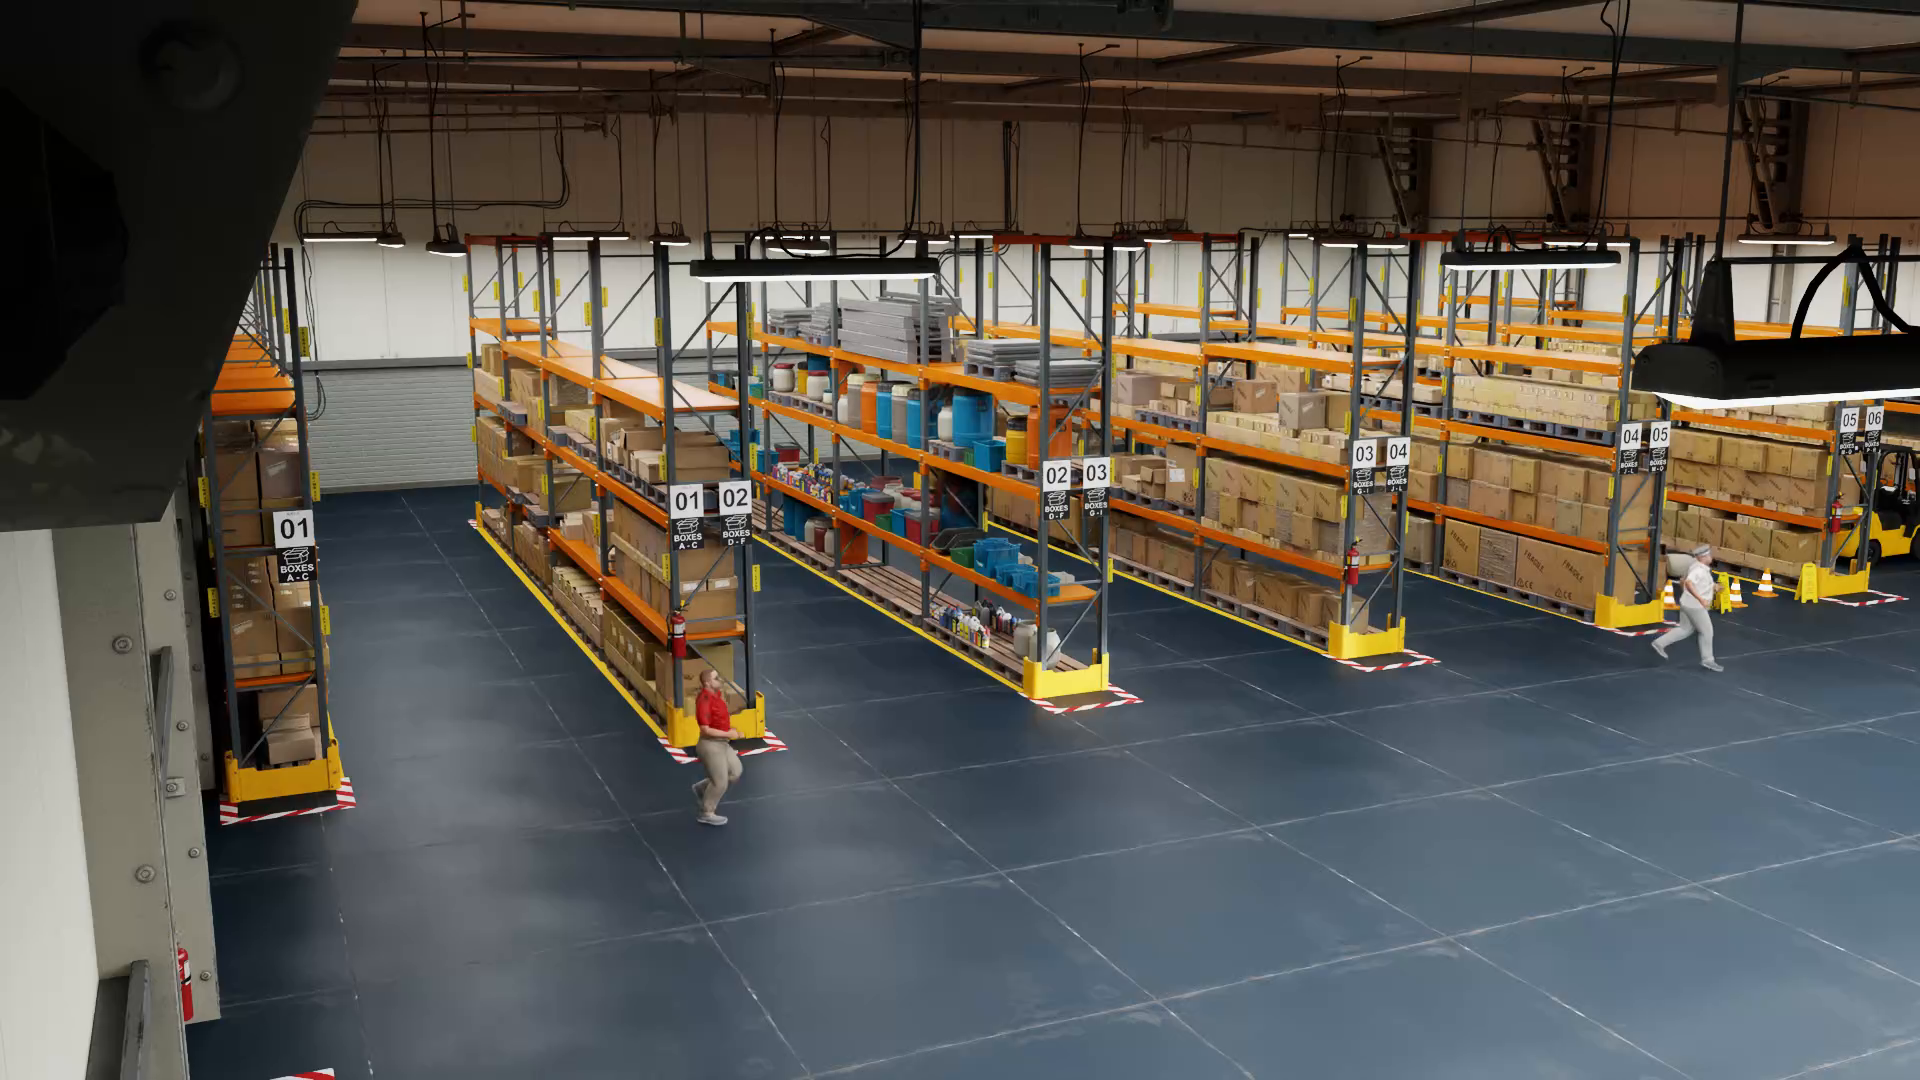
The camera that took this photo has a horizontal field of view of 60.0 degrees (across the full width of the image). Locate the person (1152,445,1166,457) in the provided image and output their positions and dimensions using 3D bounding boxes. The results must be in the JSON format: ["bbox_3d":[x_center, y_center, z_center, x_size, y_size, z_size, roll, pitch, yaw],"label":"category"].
[{"bbox_3d":[5.121,-2.686,42.399,0.918,1.764,0.712,-8,14,-36],"label":"person"}]

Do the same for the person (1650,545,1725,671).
[{"bbox_3d":[10.387,0.950,23.587,0.977,1.800,0.678,2,11,13],"label":"person"}]

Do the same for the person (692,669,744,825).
[{"bbox_3d":[-2.564,2.171,17.533,0.593,1.686,0.658,0,11,1],"label":"person"}]
